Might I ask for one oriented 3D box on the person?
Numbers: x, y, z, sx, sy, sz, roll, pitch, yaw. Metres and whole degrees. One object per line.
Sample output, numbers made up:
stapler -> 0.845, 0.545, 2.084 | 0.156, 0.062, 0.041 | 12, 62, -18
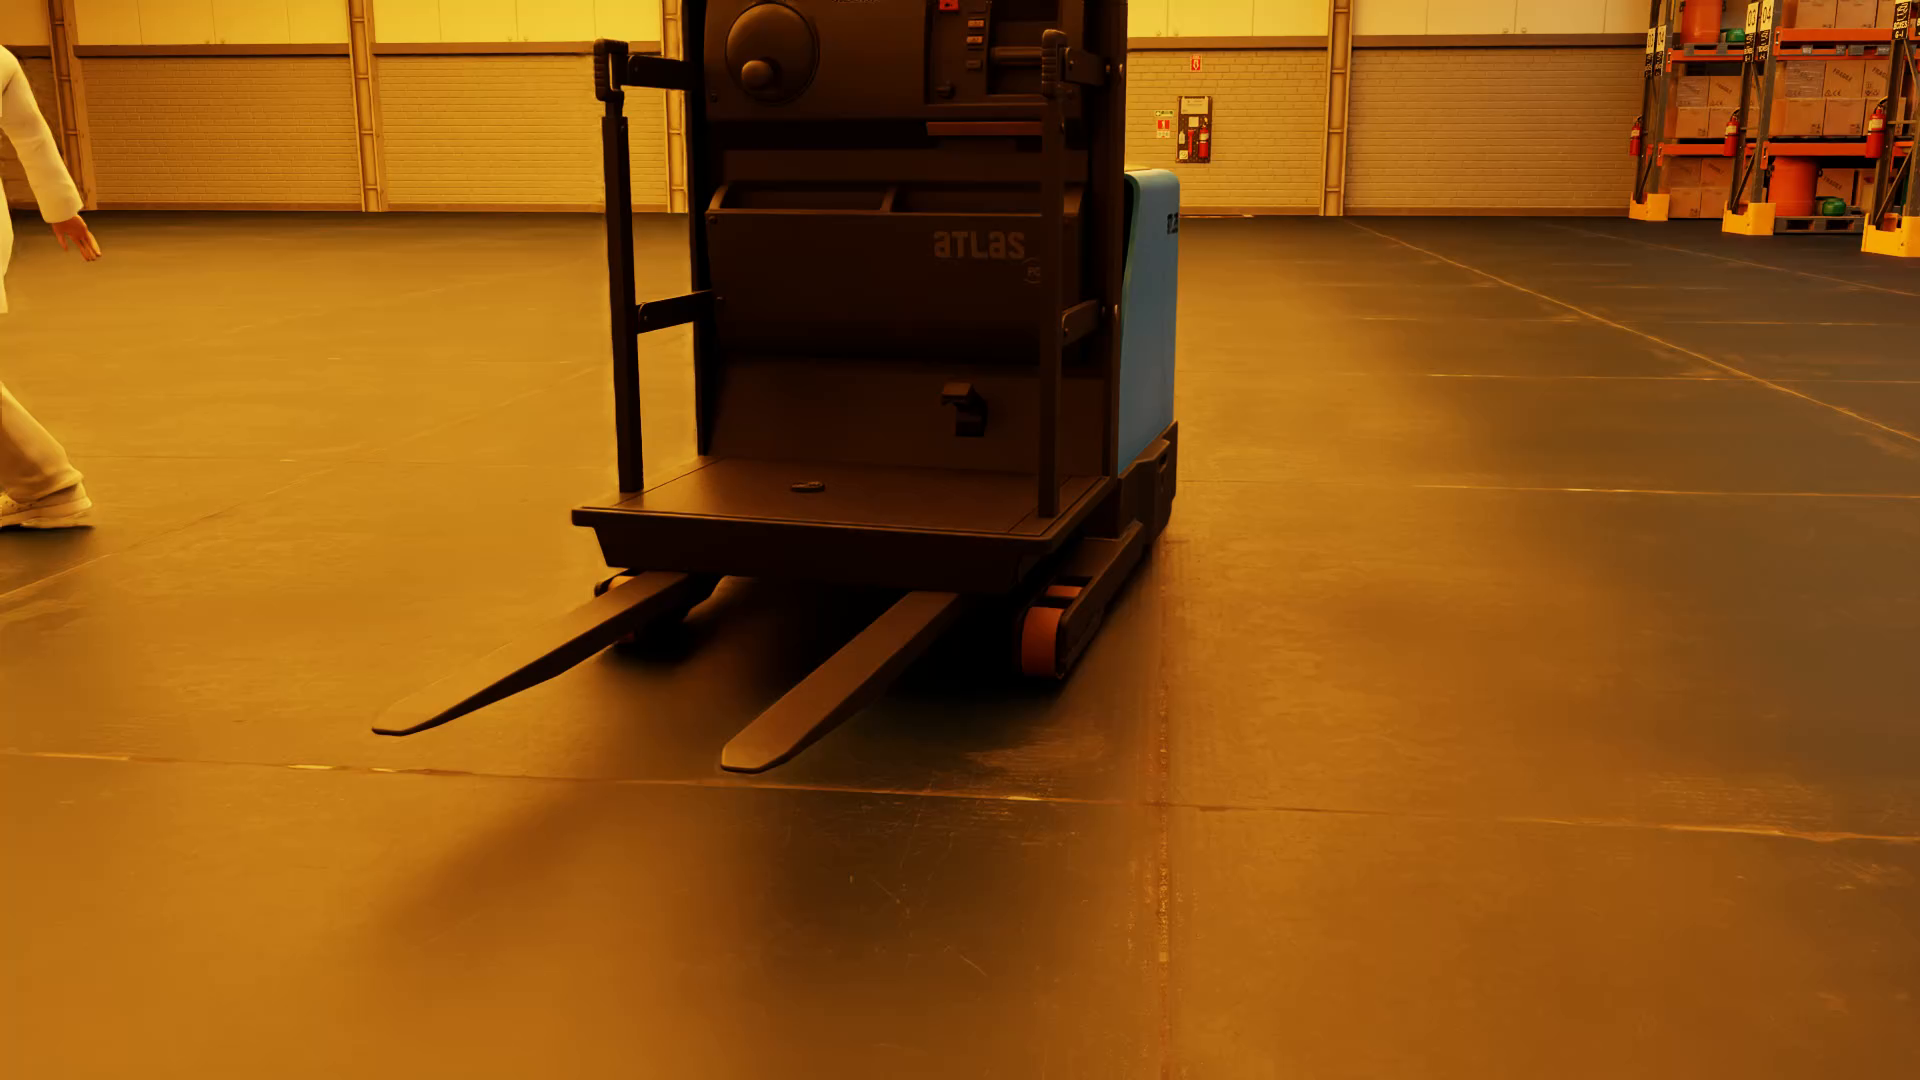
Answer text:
person -> -3.089, -0.908, 5.021 | 0.824, 1.759, 1.016 | 0, 13, -2

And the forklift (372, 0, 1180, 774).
forklift -> -0.213, -1.217, 3.715 | 1.130, 2.935, 3.031 | 4, 14, 15
